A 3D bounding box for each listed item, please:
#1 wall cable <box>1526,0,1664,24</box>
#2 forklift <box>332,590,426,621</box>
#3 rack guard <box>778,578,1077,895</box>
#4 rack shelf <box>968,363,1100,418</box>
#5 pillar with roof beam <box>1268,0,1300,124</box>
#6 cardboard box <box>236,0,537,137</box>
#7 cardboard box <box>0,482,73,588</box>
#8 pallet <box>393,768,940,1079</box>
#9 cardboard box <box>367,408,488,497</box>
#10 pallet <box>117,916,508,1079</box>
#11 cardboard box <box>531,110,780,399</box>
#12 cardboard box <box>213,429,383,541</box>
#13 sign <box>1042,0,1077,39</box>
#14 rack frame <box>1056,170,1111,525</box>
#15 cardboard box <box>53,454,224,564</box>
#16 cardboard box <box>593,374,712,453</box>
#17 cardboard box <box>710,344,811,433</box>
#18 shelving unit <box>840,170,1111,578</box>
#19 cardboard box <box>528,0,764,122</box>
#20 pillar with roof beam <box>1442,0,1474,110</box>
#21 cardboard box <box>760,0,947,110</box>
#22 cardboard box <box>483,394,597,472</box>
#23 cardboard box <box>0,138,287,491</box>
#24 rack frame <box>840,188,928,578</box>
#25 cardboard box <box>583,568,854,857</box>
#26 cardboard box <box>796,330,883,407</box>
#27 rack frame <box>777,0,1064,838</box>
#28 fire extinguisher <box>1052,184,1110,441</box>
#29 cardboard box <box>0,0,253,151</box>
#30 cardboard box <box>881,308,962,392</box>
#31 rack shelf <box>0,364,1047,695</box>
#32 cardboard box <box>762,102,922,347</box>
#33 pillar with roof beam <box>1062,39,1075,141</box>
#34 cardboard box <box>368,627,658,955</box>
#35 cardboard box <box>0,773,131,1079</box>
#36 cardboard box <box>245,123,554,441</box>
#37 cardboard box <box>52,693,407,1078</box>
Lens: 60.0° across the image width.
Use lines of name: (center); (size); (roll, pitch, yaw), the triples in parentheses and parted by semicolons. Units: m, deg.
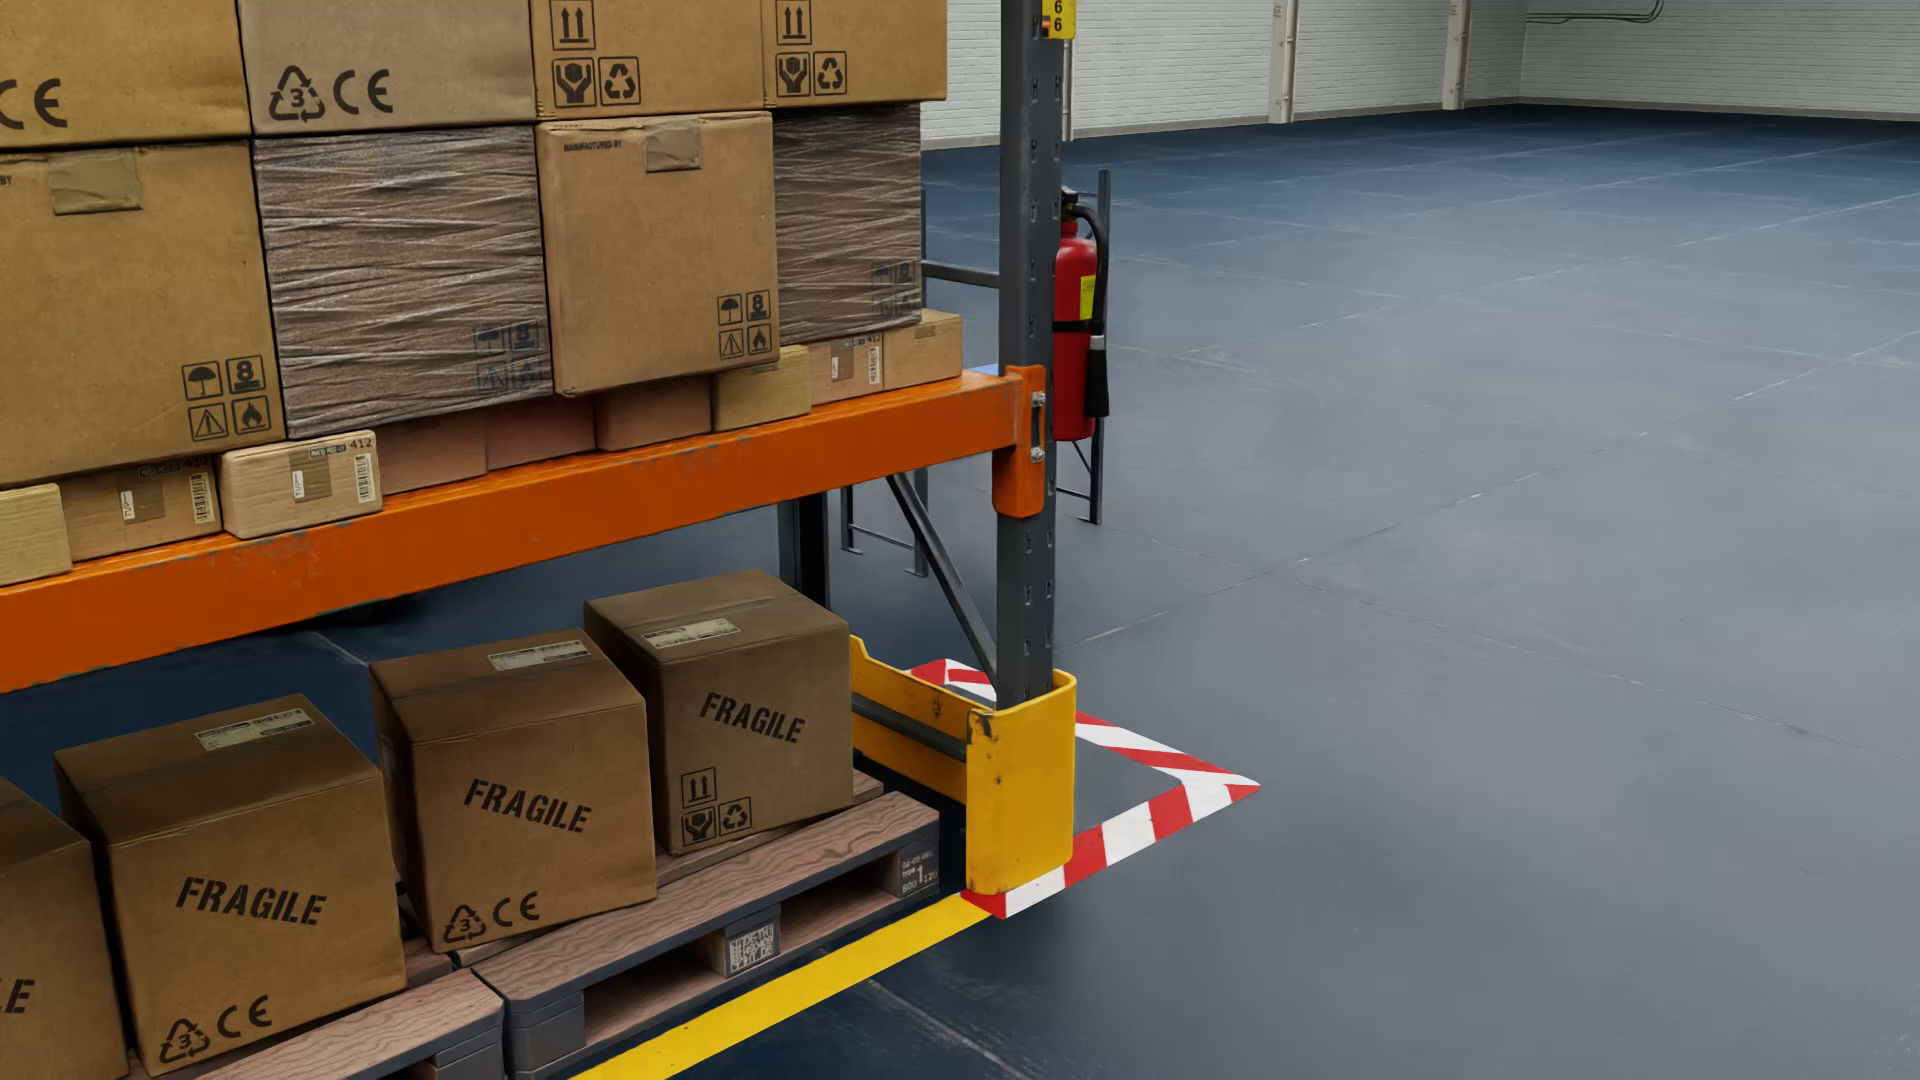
wall cable: (13.355, -12.151, 34.905); (0.112, 2.526, 3.097); (-16, 24, -41)
forklift: (-3.540, -1.146, 5.766); (3.031, 2.935, 1.130); (-4, 18, -12)
rack guard: (-0.201, 0.503, 4.624); (0.348, 0.500, 1.175); (-16, 24, -41)
rack shelf: (0.062, -0.560, 6.865); (1.000, 0.185, 0.538); (-16, 24, -41)
pillar with roof beam: (8.903, -11.064, 26.518); (0.400, 9.000, 9.100); (-16, 24, -41)
cardboard box: (-1.100, -0.983, 2.886); (0.500, 0.500, 0.500); (-16, 24, -41)
cardboard box: (-1.609, -0.034, 2.634); (0.250, 0.149, 0.380); (-16, 24, -41)
pallet: (-0.816, 0.804, 4.162); (1.213, 0.211, 1.003); (-16, 24, -41)
cardboard box: (-1.108, -0.208, 3.169); (0.250, 0.149, 0.380); (-16, 24, -41)
pallet: (-1.702, 1.062, 3.368); (1.213, 0.211, 1.003); (-16, 24, -41)
cardboard box: (-0.846, -0.648, 3.476); (0.500, 0.500, 0.875); (-16, 24, -41)
cardboard box: (-1.229, -0.135, 2.945); (0.250, 0.149, 0.380); (-16, 24, -41)
sign: (0.221, -1.275, 3.664); (0.005, 0.325, 0.100); (-16, 24, -41)
rack frame: (0.431, -0.839, 7.141); (0.032, 1.500, 0.500); (-16, 24, -41)
cardboard box: (-1.459, -0.098, 2.829); (0.250, 0.149, 0.380); (-16, 24, -41)
cardboard box: (-0.732, -0.309, 3.483); (0.250, 0.149, 0.380); (-16, 24, -41)
cardboard box: (-0.540, -0.359, 3.636); (0.250, 0.149, 0.380); (-16, 24, -41)
shelving unit: (0.062, -0.732, 6.809); (1.048, 1.500, 0.538); (-16, 24, -41)
cardboard box: (-0.735, -1.088, 3.211); (0.500, 0.500, 0.500); (-16, 24, -41)
pillar with roof beam: (13.263, -12.335, 30.440); (0.400, 9.000, 9.100); (-16, 24, -41)
cardboard box: (-0.376, -1.195, 3.542); (0.500, 0.500, 0.500); (-16, 24, -41)
cardboard box: (-0.942, -0.266, 3.348); (0.250, 0.149, 0.380); (-16, 24, -41)
cardboard box: (-1.610, -0.449, 2.861); (0.500, 0.500, 0.875); (-16, 24, -41)
rack frame: (-0.307, -0.624, 6.477); (0.032, 1.500, 0.500); (-16, 24, -41)
cardboard box: (-0.611, 0.415, 4.212); (0.500, 0.500, 0.500); (-11, 21, -31)
cardboard box: (-0.394, -0.423, 3.835); (0.250, 0.149, 0.380); (-16, 24, -41)
rack frame: (-0.146, -0.702, 4.288); (0.127, 3.000, 1.000); (-16, 24, -41)
fire extinguisher: (0.254, -0.587, 4.056); (0.183, 0.674, 0.296); (-16, 24, -41)
cardboard box: (-1.469, -0.878, 2.565); (0.500, 0.500, 0.500); (-16, 24, -41)
cardboard box: (-0.211, -0.476, 3.998); (0.250, 0.149, 0.380); (-16, 24, -41)
rack shelf: (-1.599, 0.064, 3.092); (4.000, 0.370, 1.077); (-16, 24, -41)
cardboard box: (-0.565, -0.781, 3.886); (0.500, 0.500, 0.875); (-16, 24, -41)
pillar with roof beam: (4.544, -9.792, 22.597); (0.400, 9.000, 9.100); (-16, 24, -41)
cardboard box: (-1.022, 0.550, 3.798); (0.500, 0.500, 0.500); (-9, 20, -27)
cardboard box: (-1.926, 0.786, 3.068); (0.500, 0.500, 0.500); (15, 23, 39)
cardboard box: (-1.239, -0.552, 3.179); (0.500, 0.500, 0.875); (-16, 24, -41)
cardboard box: (-1.490, 0.678, 3.402); (0.500, 0.500, 0.500); (-14, 22, -36)
